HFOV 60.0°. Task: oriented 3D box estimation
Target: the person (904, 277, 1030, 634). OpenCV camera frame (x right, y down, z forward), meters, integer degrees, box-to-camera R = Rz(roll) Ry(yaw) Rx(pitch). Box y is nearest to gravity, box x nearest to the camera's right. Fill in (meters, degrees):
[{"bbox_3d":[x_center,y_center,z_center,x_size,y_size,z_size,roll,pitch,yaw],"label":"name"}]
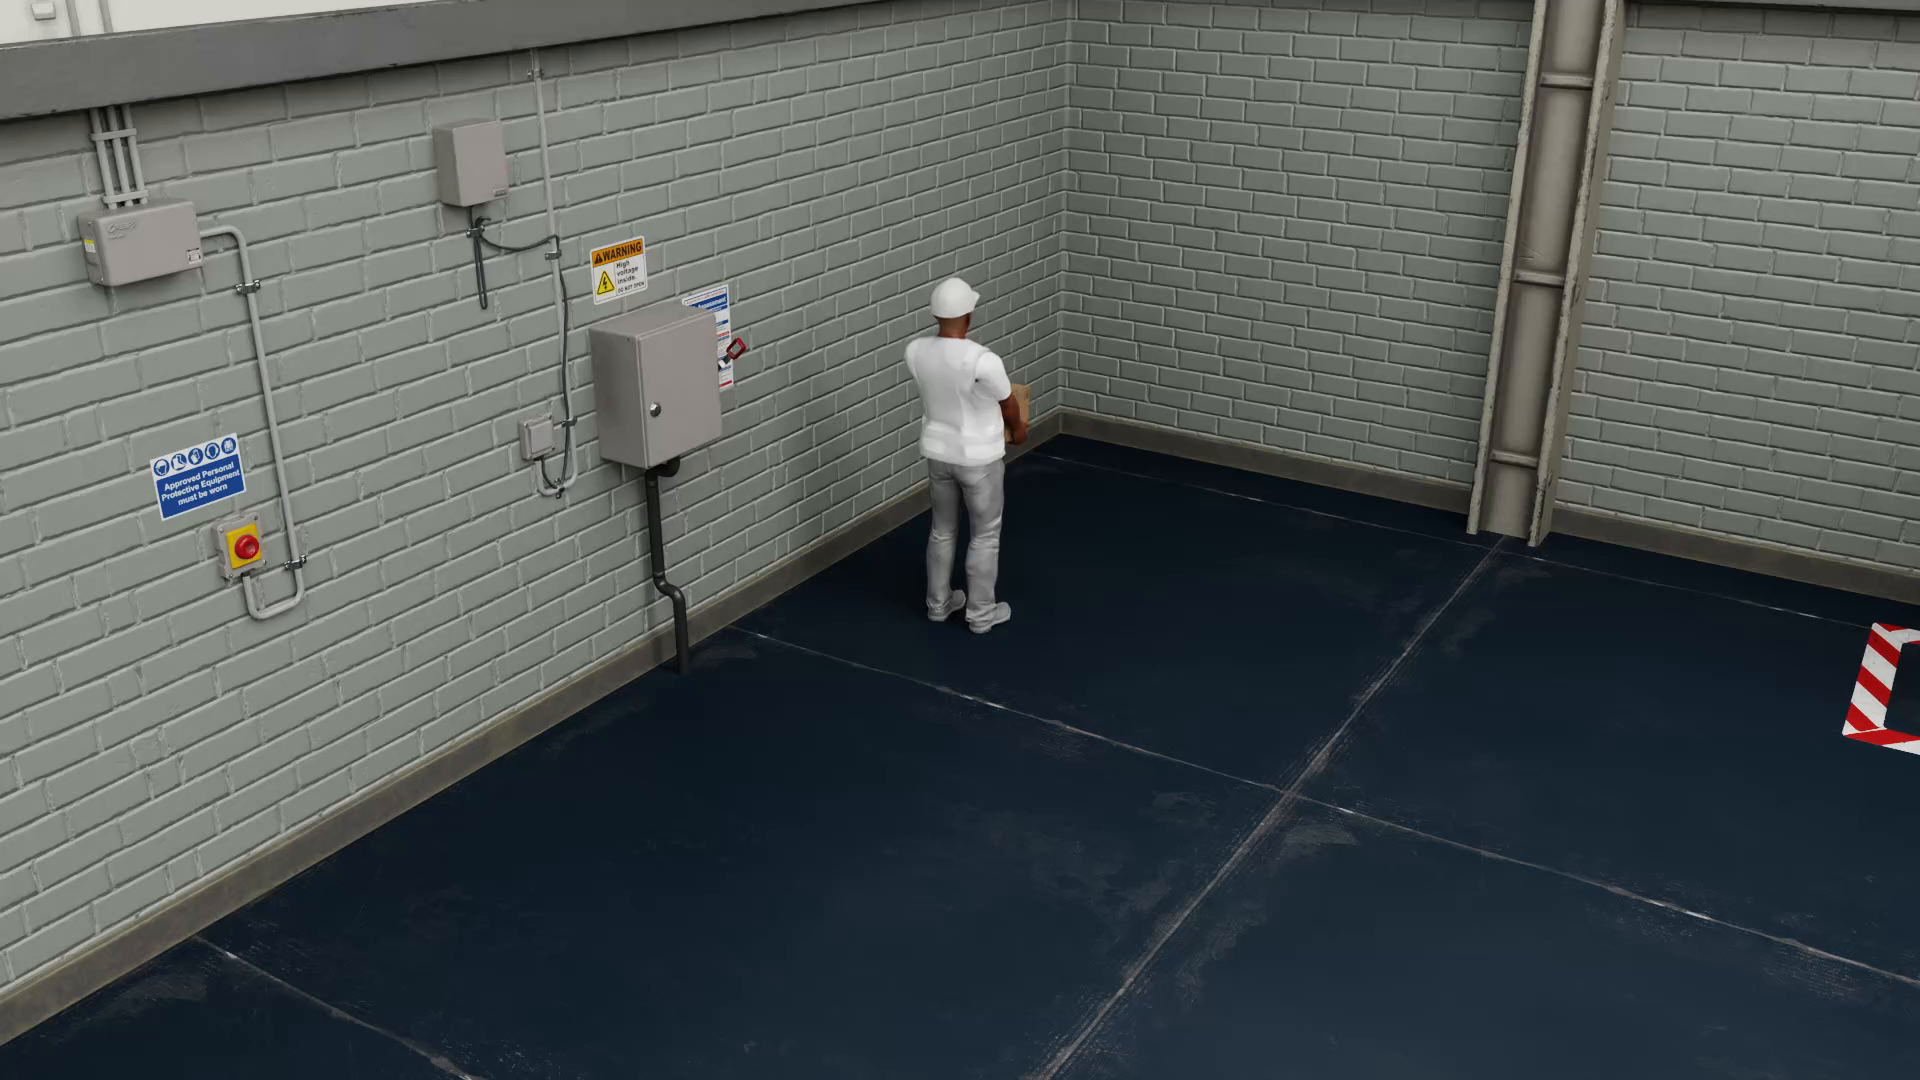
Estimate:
[{"bbox_3d":[0.057,-0.442,8.114,0.504,1.760,0.585,14,27,30],"label":"person"}]
